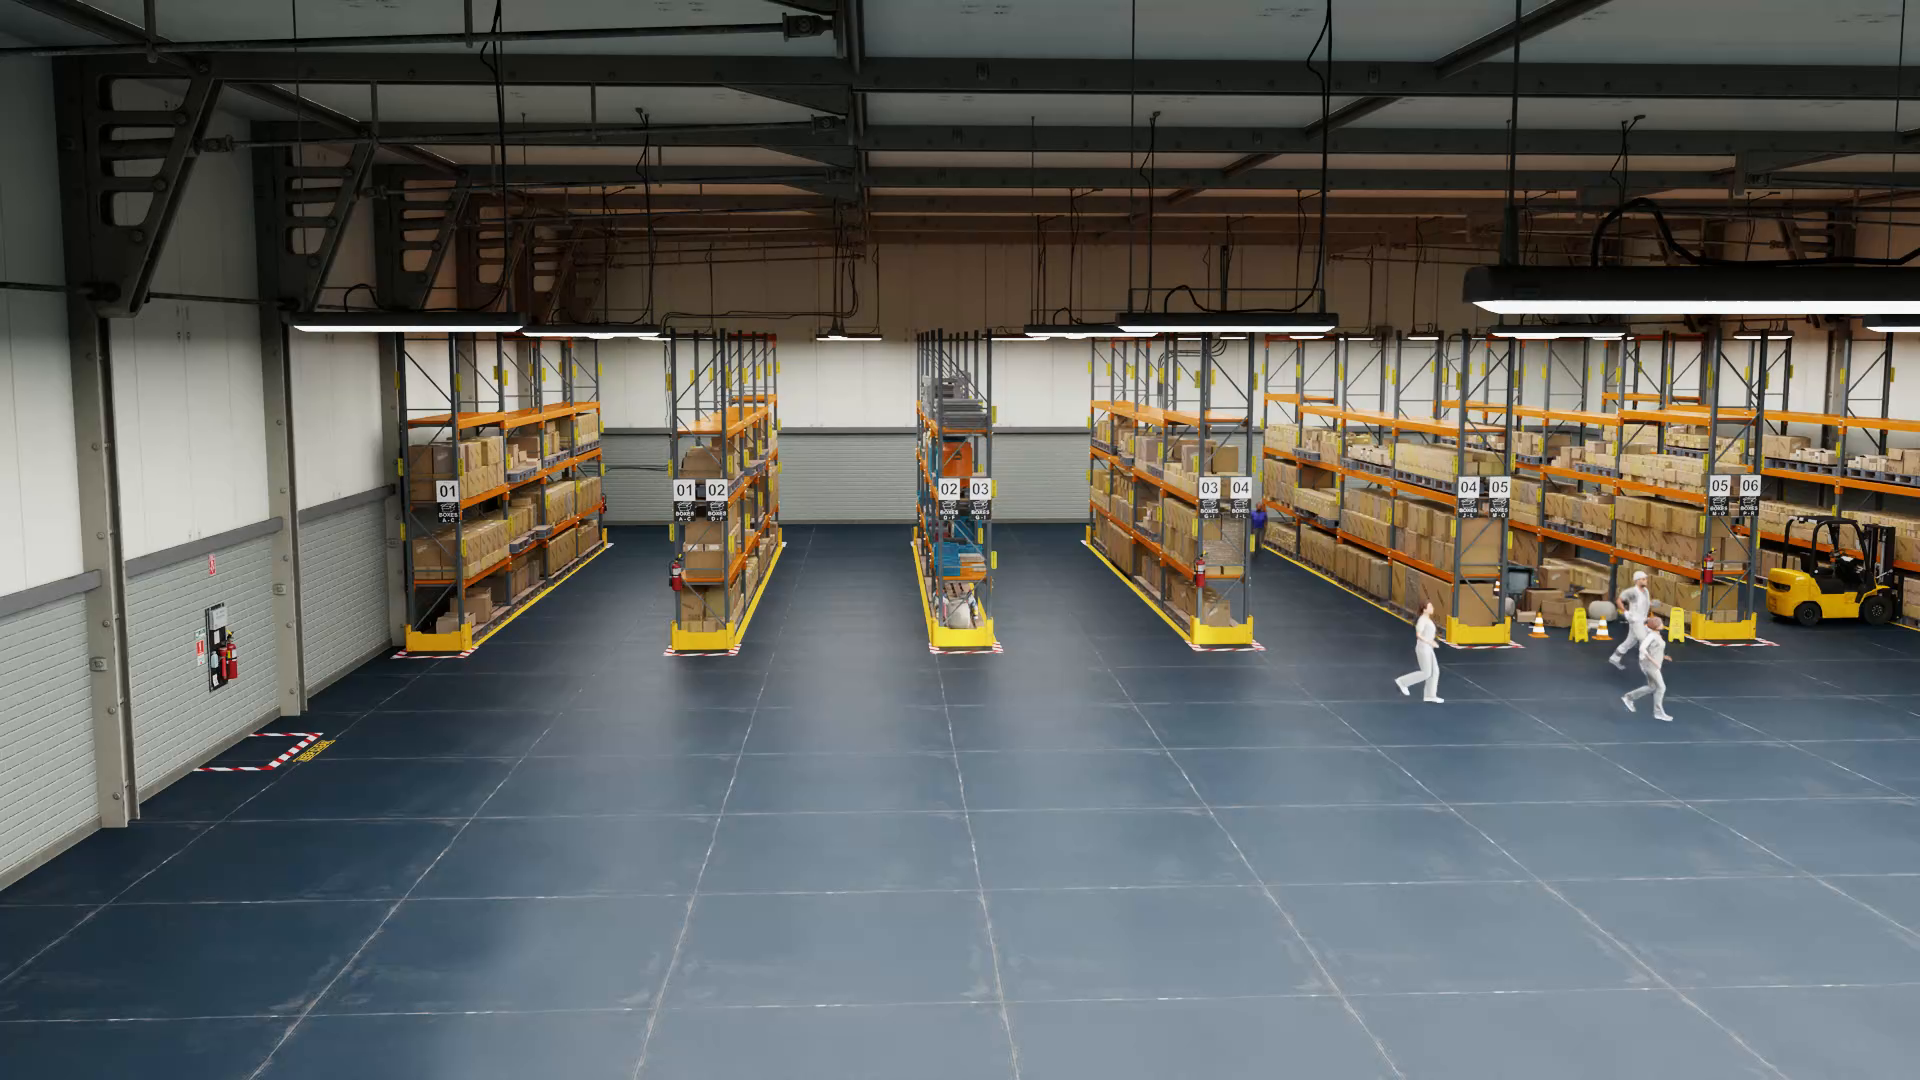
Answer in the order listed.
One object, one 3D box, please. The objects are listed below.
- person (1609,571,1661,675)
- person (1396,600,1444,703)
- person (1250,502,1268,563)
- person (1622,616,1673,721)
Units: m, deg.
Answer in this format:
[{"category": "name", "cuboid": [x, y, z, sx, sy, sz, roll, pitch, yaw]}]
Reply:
[{"category": "person", "cuboid": [11.739, 1.439, 28.866, 0.866, 1.833, 0.624, 6, 9, 42]}, {"category": "person", "cuboid": [7.391, 1.774, 26.638, 0.752, 1.635, 0.563, 3, 7, 23]}, {"category": "person", "cuboid": [7.776, -0.186, 43.443, 0.566, 1.612, 0.520, -1, 7, -8]}, {"category": "person", "cuboid": [10.533, 1.946, 25.408, 0.750, 1.586, 0.558, 4, 8, 28]}]
